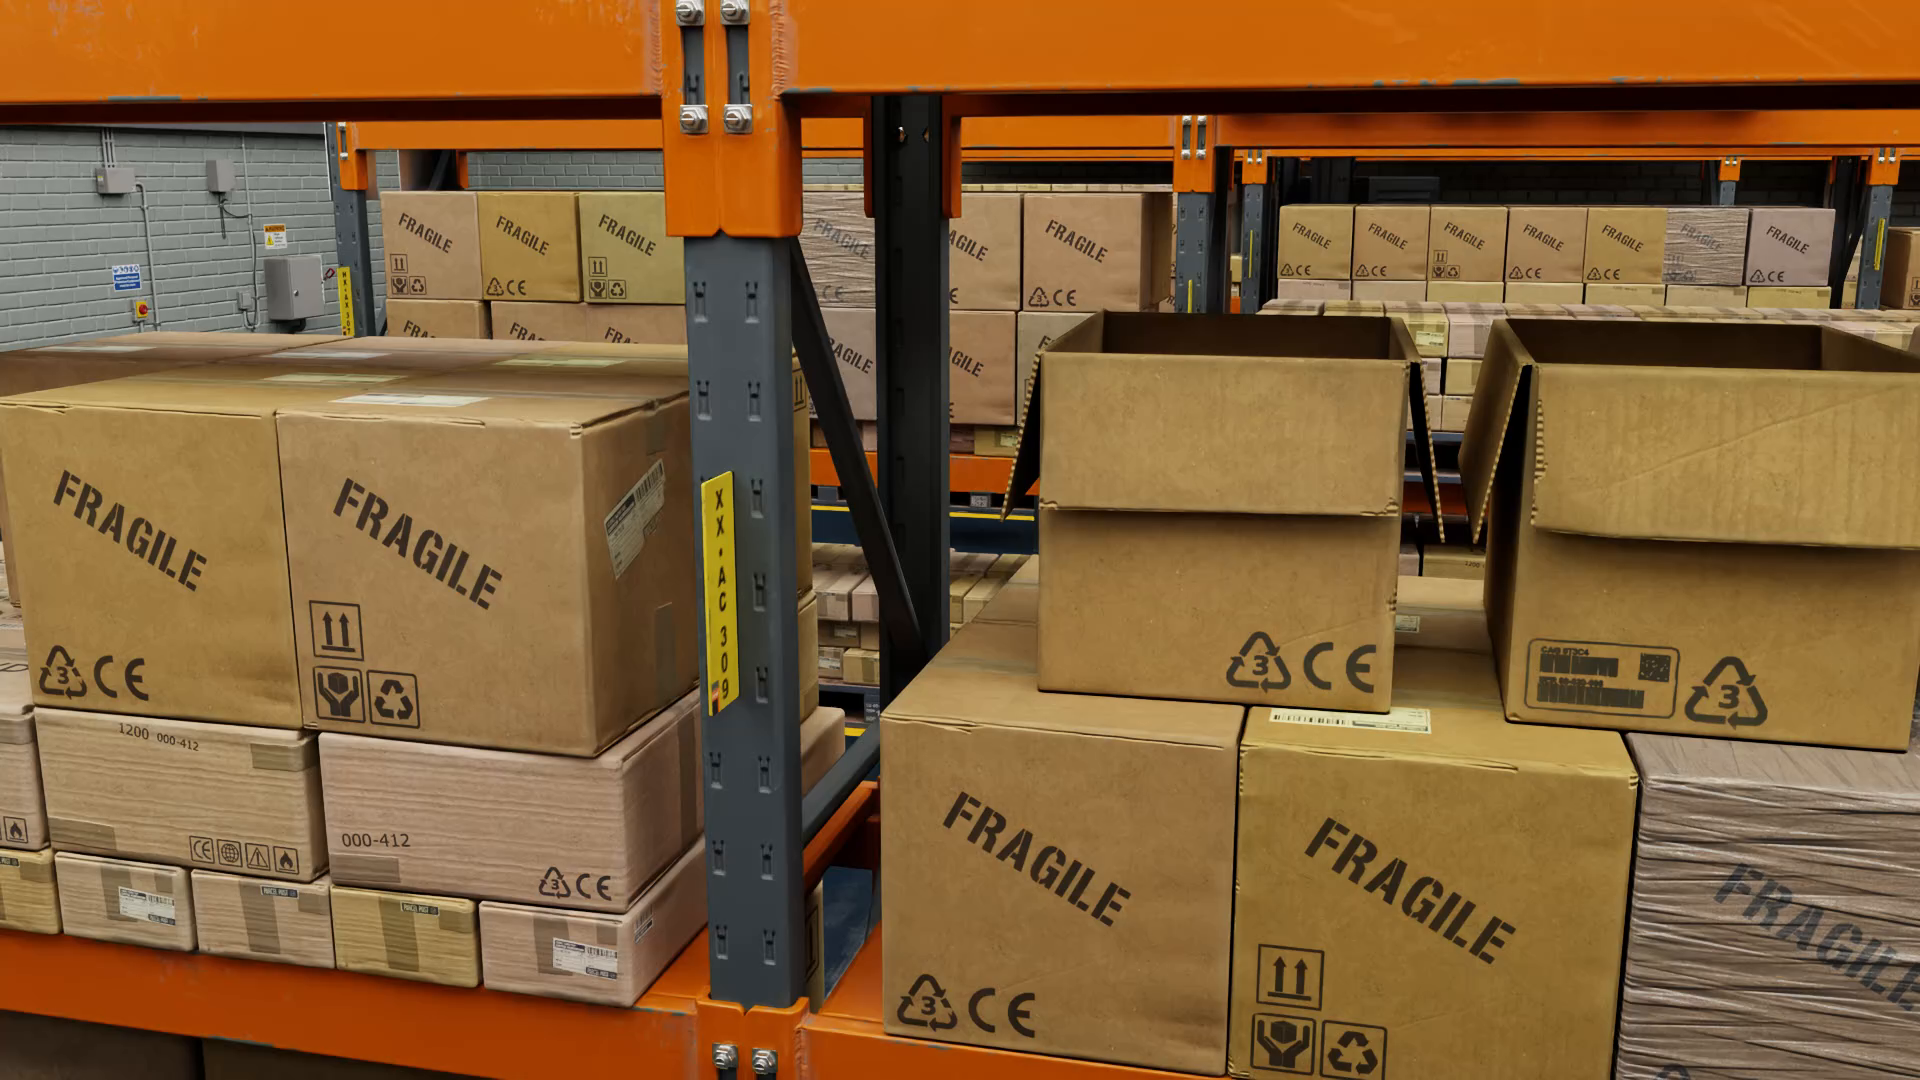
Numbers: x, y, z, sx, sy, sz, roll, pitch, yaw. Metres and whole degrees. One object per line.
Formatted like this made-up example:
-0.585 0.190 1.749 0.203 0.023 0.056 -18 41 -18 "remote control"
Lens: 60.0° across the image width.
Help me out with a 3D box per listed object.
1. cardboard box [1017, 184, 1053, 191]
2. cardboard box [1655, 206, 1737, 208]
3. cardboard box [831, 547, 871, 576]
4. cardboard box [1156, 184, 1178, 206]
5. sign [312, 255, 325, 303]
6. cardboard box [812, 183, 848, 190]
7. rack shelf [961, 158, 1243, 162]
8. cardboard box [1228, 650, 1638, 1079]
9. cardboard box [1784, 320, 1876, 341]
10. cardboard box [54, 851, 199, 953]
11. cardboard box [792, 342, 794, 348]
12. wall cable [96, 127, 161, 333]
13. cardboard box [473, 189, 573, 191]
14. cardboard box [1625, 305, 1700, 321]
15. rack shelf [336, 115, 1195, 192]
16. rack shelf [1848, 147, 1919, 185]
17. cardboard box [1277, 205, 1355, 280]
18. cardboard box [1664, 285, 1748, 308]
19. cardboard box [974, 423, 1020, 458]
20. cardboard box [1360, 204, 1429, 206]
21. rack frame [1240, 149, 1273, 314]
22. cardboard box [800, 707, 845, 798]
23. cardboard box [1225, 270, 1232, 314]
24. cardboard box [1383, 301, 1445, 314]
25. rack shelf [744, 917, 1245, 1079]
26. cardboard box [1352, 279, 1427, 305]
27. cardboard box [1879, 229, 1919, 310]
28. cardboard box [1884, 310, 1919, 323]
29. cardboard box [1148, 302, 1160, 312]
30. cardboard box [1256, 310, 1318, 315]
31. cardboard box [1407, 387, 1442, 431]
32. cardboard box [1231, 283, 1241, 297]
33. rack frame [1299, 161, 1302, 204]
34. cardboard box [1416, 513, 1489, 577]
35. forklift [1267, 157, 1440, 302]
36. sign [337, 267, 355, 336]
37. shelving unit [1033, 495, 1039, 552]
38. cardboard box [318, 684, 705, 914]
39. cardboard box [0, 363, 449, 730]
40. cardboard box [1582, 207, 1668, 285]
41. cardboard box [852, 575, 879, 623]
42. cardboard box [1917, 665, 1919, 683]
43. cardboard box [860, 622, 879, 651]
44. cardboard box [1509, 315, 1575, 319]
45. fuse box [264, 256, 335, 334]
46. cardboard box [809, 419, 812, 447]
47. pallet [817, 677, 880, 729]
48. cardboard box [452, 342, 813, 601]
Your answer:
0.575 -2.548 12.256 0.250 0.149 0.380 3 13 12 "cardboard box"
5.155 -2.096 11.715 0.500 0.500 0.500 3 13 14 "cardboard box"
-0.478 0.150 8.371 0.250 0.149 0.380 3 13 11 "cardboard box"
1.571 -2.505 12.061 0.250 0.149 0.380 3 13 15 "cardboard box"
-6.625 -2.663 17.032 0.001 0.494 0.329 3 13 14 "sign"
-0.933 -2.614 12.553 0.250 0.149 0.380 3 13 15 "cardboard box"
1.420 -3.927 17.242 4.000 0.370 1.077 3 13 14 "rack shelf"
0.677 0.472 2.451 0.500 0.500 0.500 3 13 14 "cardboard box"
3.395 -0.768 6.505 0.250 0.149 0.380 3 13 14 "cardboard box"
-1.322 0.554 2.891 0.250 0.149 0.380 3 13 15 "cardboard box"
-0.931 -0.864 7.785 0.500 0.500 0.500 3 13 12 "cardboard box"
-7.188 -2.672 14.435 0.123 1.953 0.585 3 13 14 "wall cable"
-2.292 -1.538 8.513 0.500 0.500 0.500 3 13 12 "cardboard box"
3.052 -0.931 7.242 0.250 0.149 0.380 3 13 13 "cardboard box"
-0.854 -1.836 7.821 4.000 0.370 1.077 3 13 14 "rack shelf"
8.001 -2.467 10.665 4.000 0.370 1.077 3 13 14 "rack shelf"
2.534 -2.119 11.821 0.500 0.500 0.500 3 13 14 "cardboard box"
5.030 -1.626 11.331 0.500 0.250 0.500 3 13 12 "cardboard box"
0.233 -0.479 7.549 0.250 0.149 0.380 4 13 16 "cardboard box"
3.174 -2.207 12.216 0.500 0.500 0.500 3 13 15 "cardboard box"
2.176 -1.666 12.316 0.127 3.000 1.000 3 13 14 "rack frame"
-0.406 0.456 3.334 0.250 0.149 0.380 3 13 14 "cardboard box"
1.783 -1.794 12.663 0.500 0.500 0.500 4 13 15 "cardboard box"
2.036 -0.985 7.484 0.250 0.149 0.380 3 13 12 "cardboard box"
1.743 0.873 2.533 4.000 0.370 1.077 3 13 14 "rack shelf"
3.048 -1.733 11.812 0.500 0.250 0.500 3 13 14 "cardboard box"
6.441 -1.785 10.967 0.500 0.500 0.500 3 13 12 "cardboard box"
4.071 -0.876 6.996 0.250 0.149 0.380 3 13 13 "cardboard box"
0.668 -0.892 7.912 0.500 0.500 0.500 3 13 13 "cardboard box"
1.360 -0.875 6.989 0.250 0.149 0.380 4 13 16 "cardboard box"
1.873 -0.558 6.932 0.250 0.149 0.380 3 13 14 "cardboard box"
2.733 -2.559 16.924 0.250 0.149 0.380 3 13 15 "cardboard box"
3.362 -2.710 17.021 0.127 3.000 1.000 3 13 14 "rack frame"
2.368 0.045 7.677 0.500 0.250 0.500 4 13 16 "cardboard box"
3.282 -2.017 14.057 3.031 2.935 1.130 -6 14 -26 "forklift"
-2.925 -1.136 7.928 0.005 0.325 0.100 3 13 14 "sign"
0.083 -0.728 11.551 1.048 1.500 0.538 3 13 14 "shelving unit"
-0.690 0.379 2.761 0.500 0.250 0.500 3 13 12 "cardboard box"
-1.194 -0.014 2.801 0.500 0.500 0.500 3 13 14 "cardboard box"
4.514 -2.019 11.369 0.500 0.500 0.500 3 13 14 "cardboard box"
-0.339 0.272 7.820 0.250 0.149 0.380 2 13 11 "cardboard box"
1.309 0.389 2.823 0.500 0.500 0.500 3 13 13 "cardboard box"
-0.296 0.408 7.894 0.250 0.149 0.380 3 13 15 "cardboard box"
2.371 -0.821 6.748 0.250 0.149 0.380 3 13 13 "cardboard box"
-6.543 -1.966 16.645 0.414 1.711 0.539 3 13 14 "fuse box"
-0.781 -0.528 7.770 0.250 0.149 0.380 3 13 15 "cardboard box"
-0.761 0.652 8.309 1.213 0.211 1.003 3 13 14 "pallet"
-0.602 -0.098 3.180 0.500 0.500 0.500 3 13 14 "cardboard box"
